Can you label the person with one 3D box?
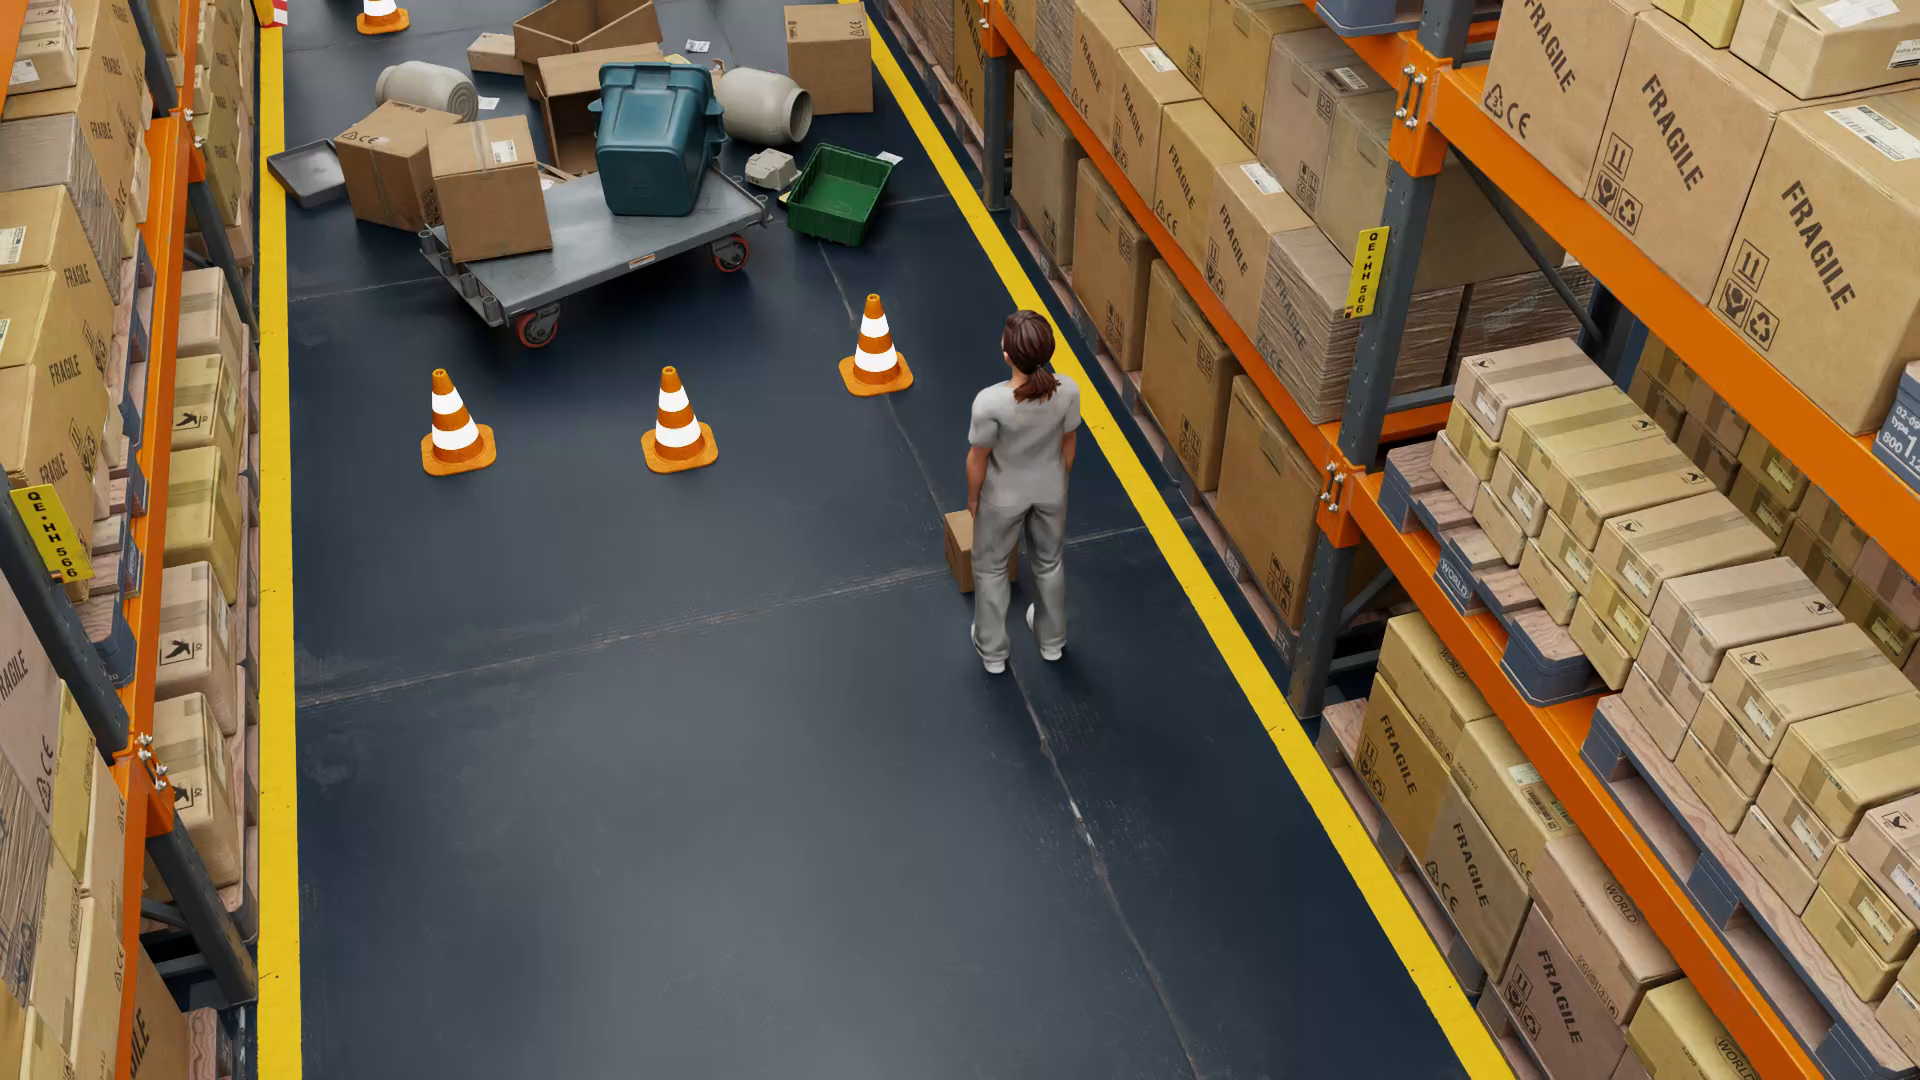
[{"bbox_3d":[0.234,-0.170,6.354,0.436,1.668,0.359,-11,44,-12],"label":"person"}]
